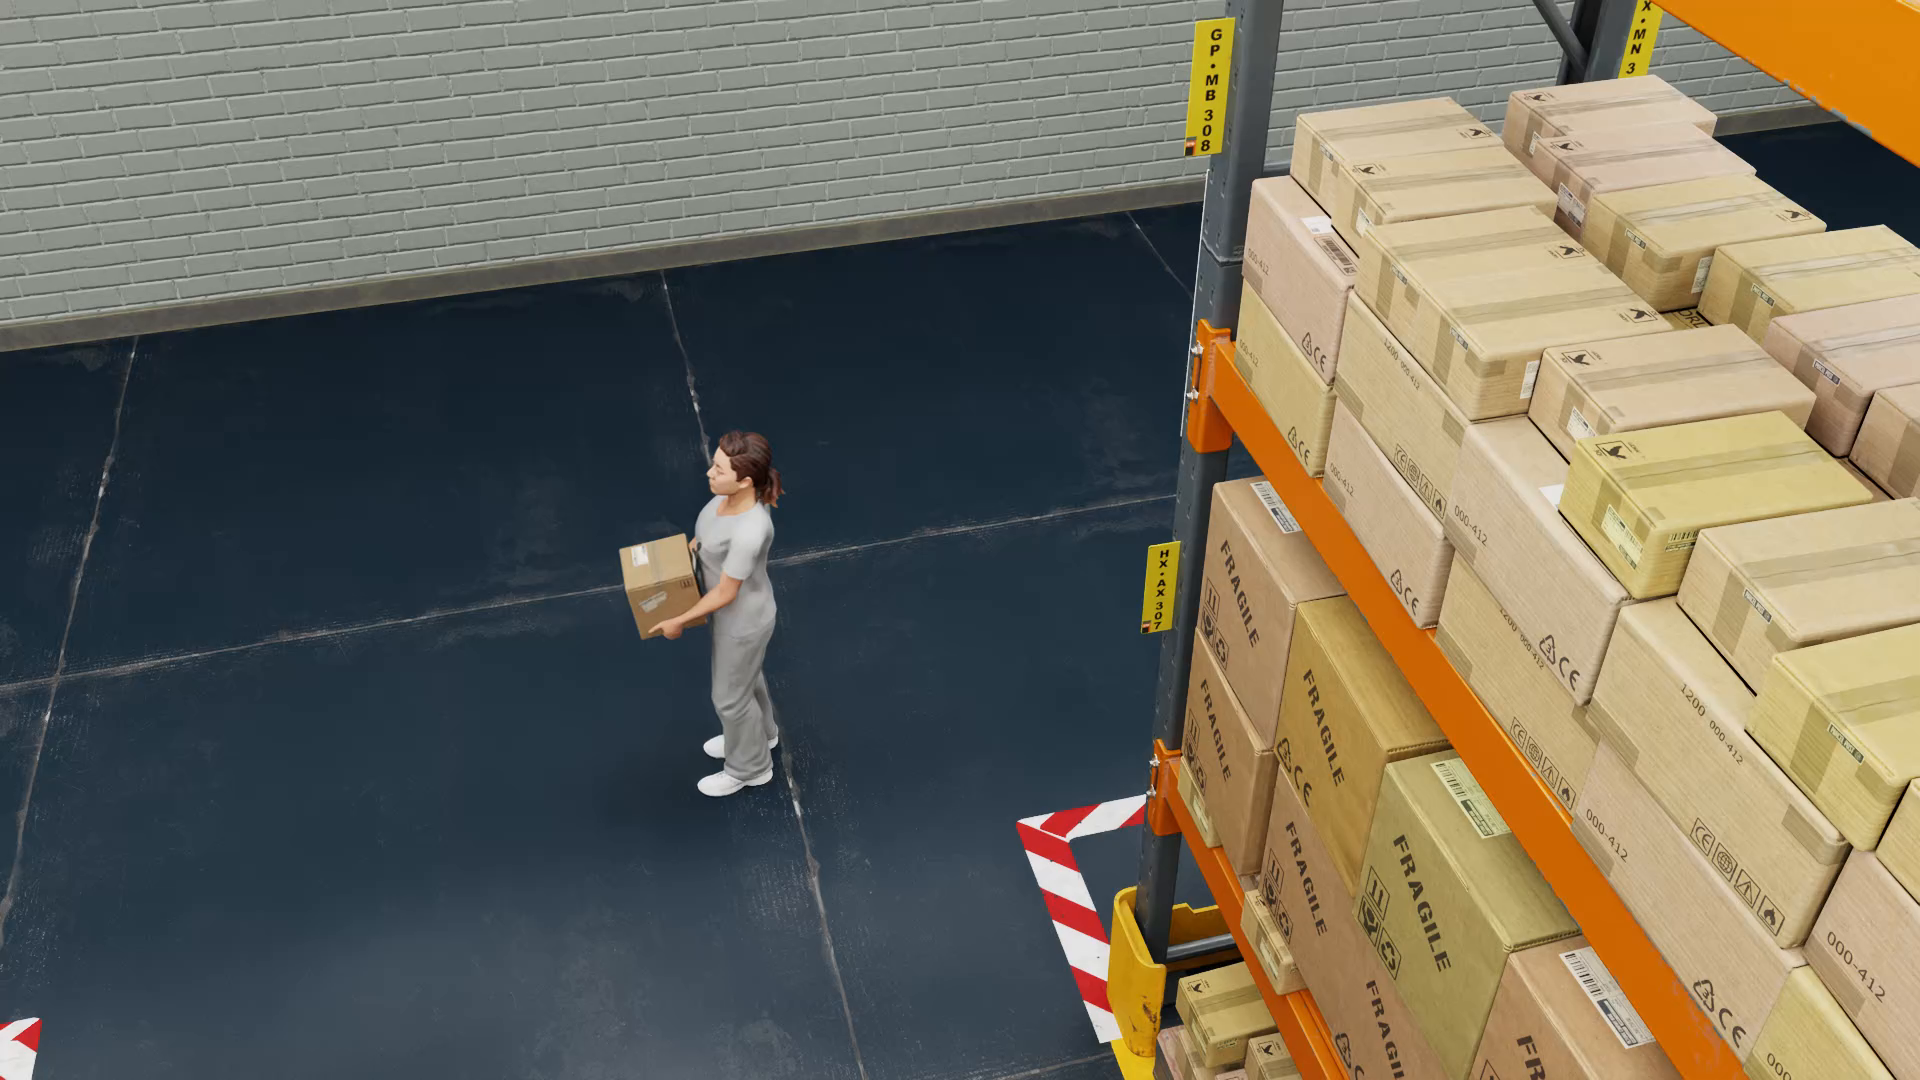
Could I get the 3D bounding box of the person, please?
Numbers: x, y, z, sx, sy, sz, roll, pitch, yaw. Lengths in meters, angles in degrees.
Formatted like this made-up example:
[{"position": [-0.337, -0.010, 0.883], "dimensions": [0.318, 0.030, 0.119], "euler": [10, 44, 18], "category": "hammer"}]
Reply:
[{"position": [-0.886, 0.290, 6.349], "dimensions": [0.416, 1.671, 0.502], "euler": [-11, 40, -14], "category": "person"}]
